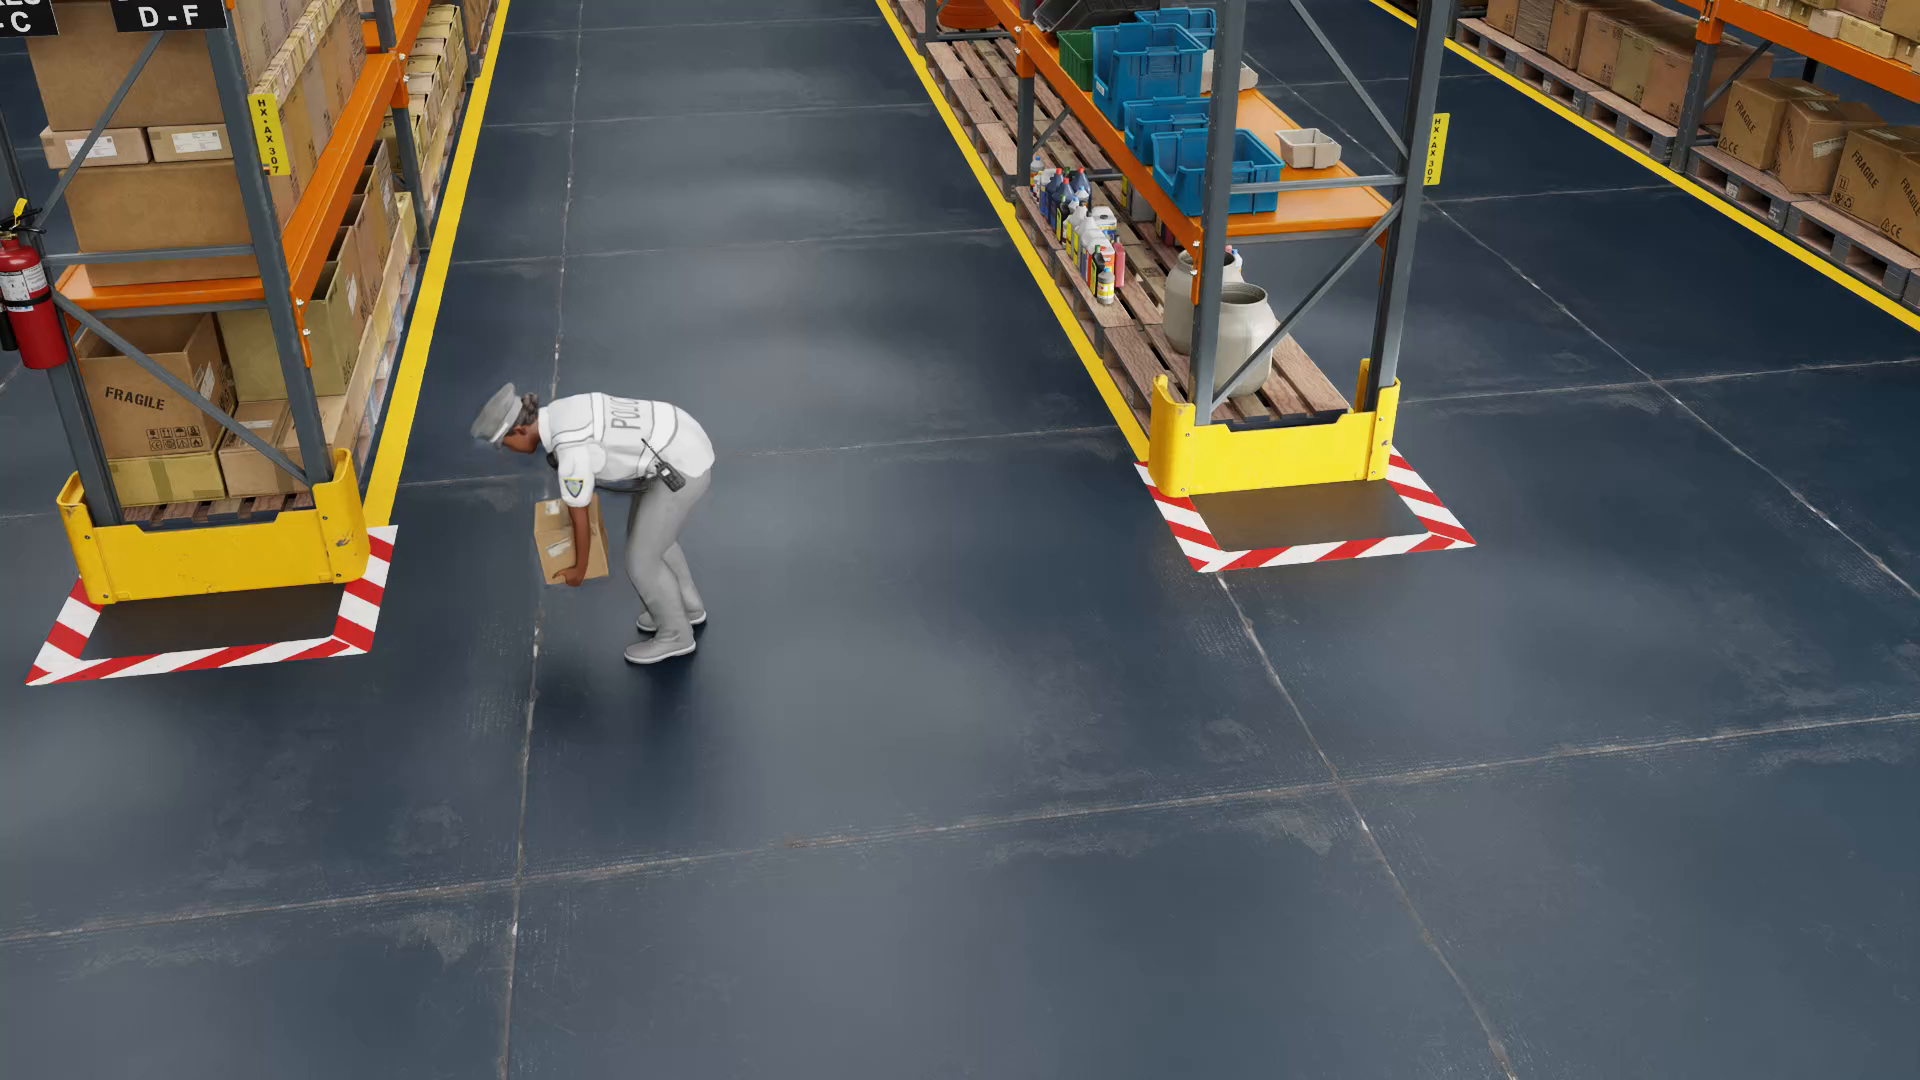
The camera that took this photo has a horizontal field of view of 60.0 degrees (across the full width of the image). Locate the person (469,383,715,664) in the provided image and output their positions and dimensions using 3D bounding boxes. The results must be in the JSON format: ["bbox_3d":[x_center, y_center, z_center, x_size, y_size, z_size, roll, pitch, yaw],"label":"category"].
[{"bbox_3d":[-1.432,-0.082,6.691,0.920,1.238,0.417,-6,31,-10],"label":"person"}]
